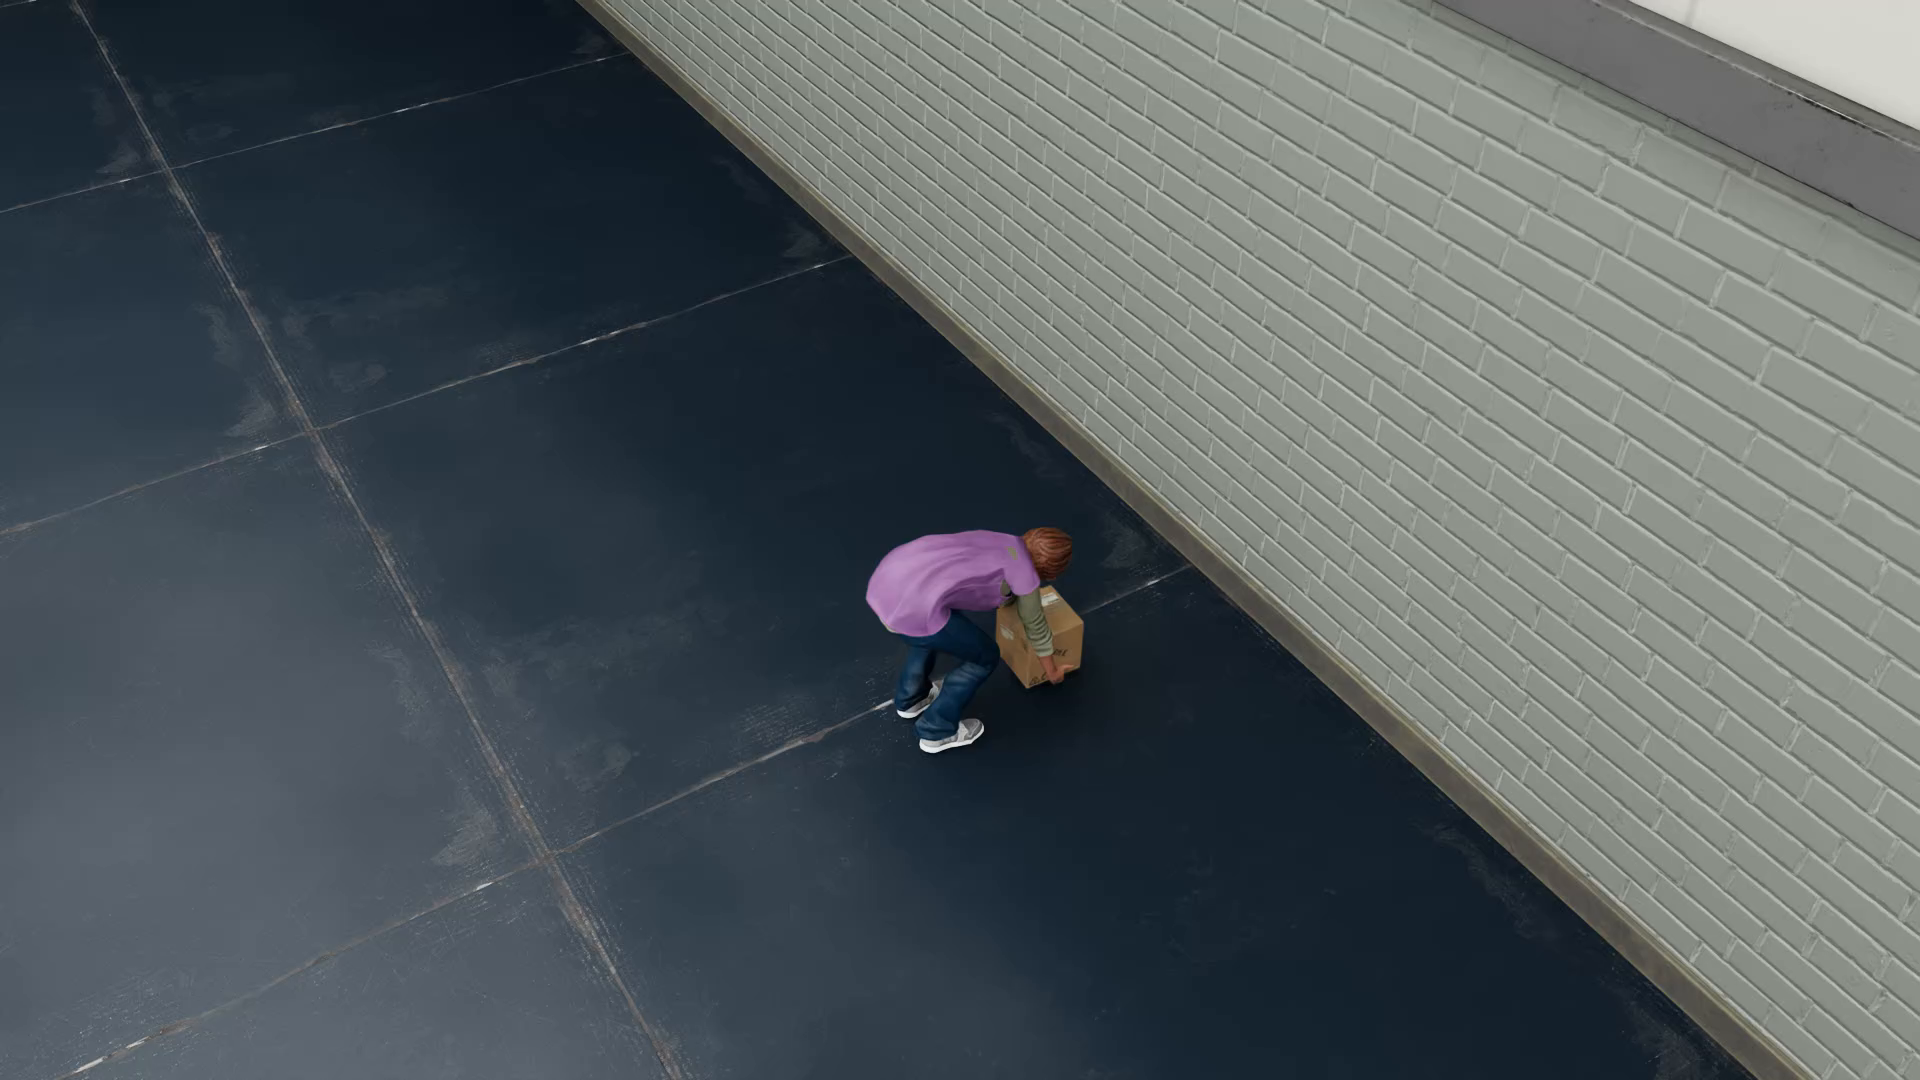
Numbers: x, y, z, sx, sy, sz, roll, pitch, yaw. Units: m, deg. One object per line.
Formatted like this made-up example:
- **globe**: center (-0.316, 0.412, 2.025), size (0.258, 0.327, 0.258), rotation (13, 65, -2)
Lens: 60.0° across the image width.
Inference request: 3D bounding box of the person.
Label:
- **person**: center (0.057, 0.316, 6.320), size (0.860, 0.919, 0.416), rotation (-22, 46, -23)
